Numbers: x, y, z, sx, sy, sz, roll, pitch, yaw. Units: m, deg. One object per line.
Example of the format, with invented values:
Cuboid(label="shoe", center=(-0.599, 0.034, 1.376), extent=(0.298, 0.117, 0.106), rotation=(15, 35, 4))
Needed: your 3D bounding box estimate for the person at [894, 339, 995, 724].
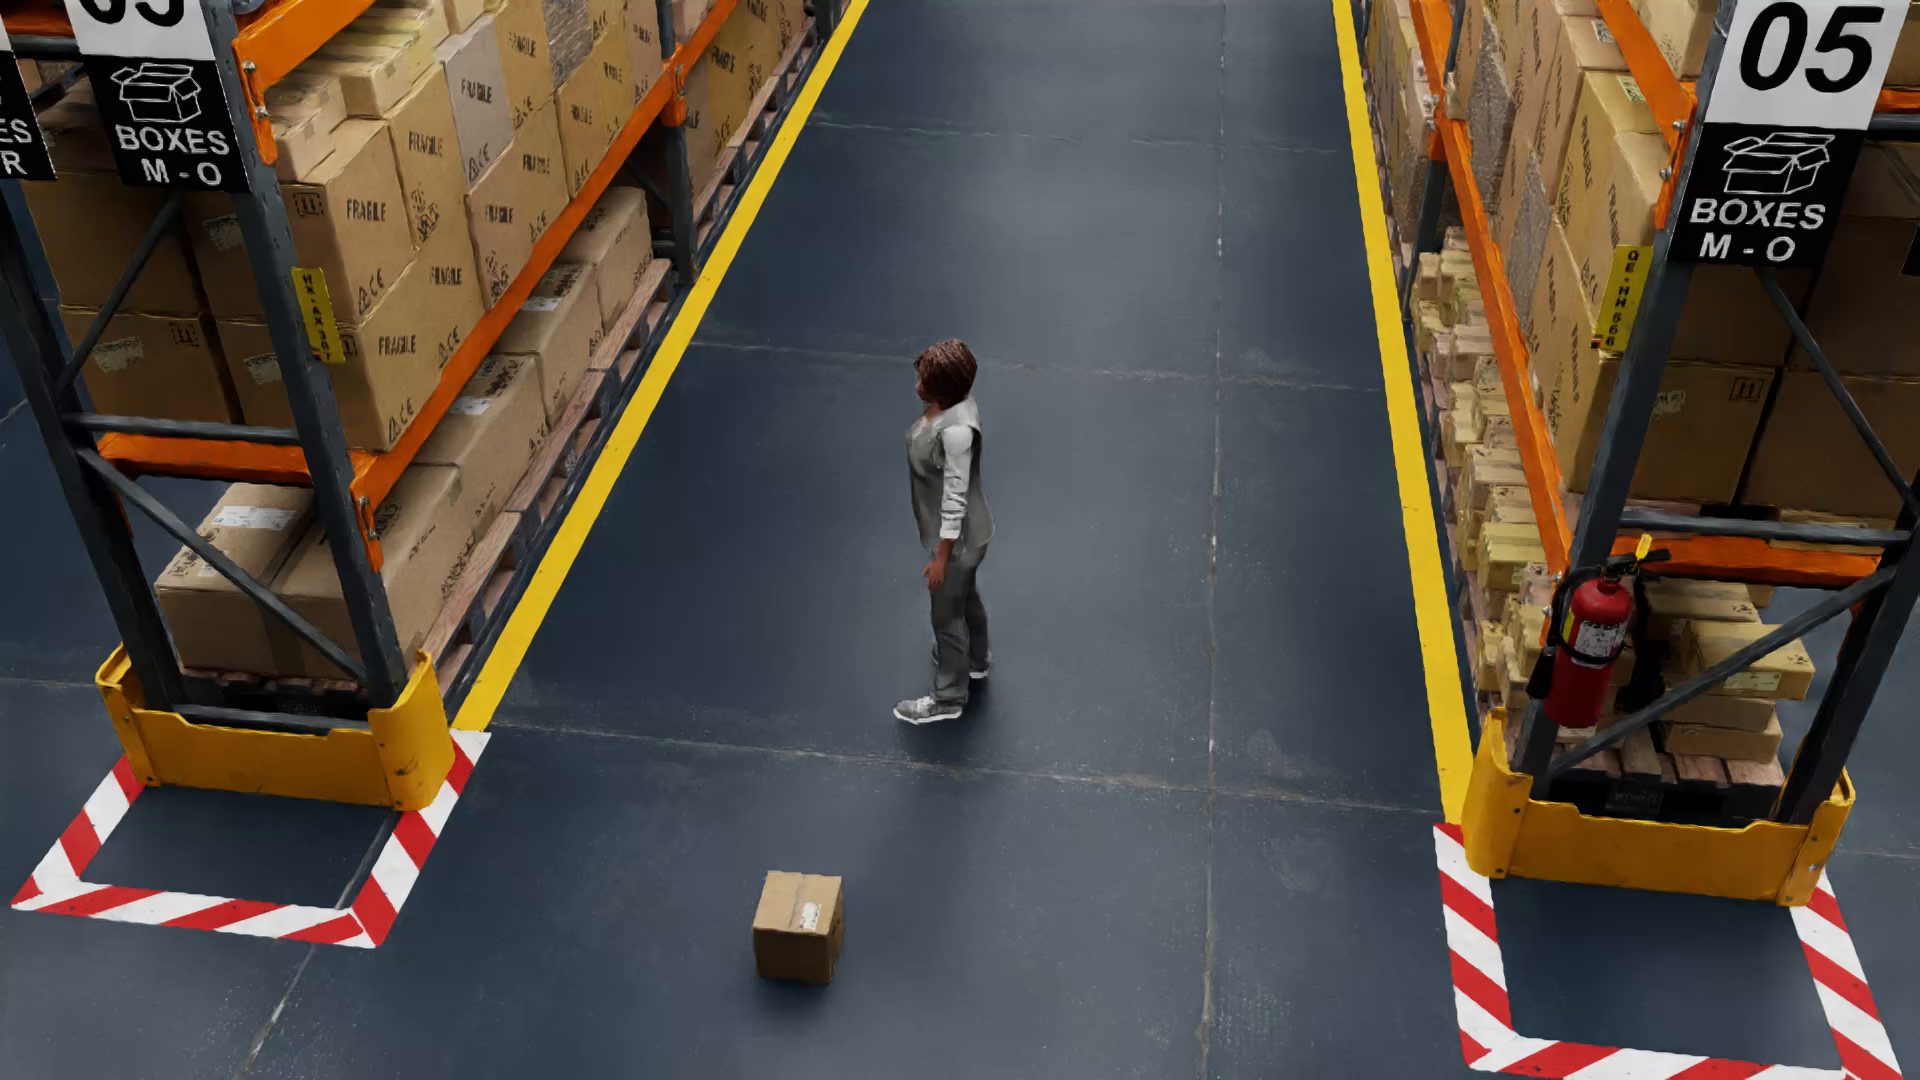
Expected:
Cuboid(label="person", center=(-0.067, -0.028, 6.150), extent=(0.406, 1.602, 0.506), rotation=(-3, 37, -3))
